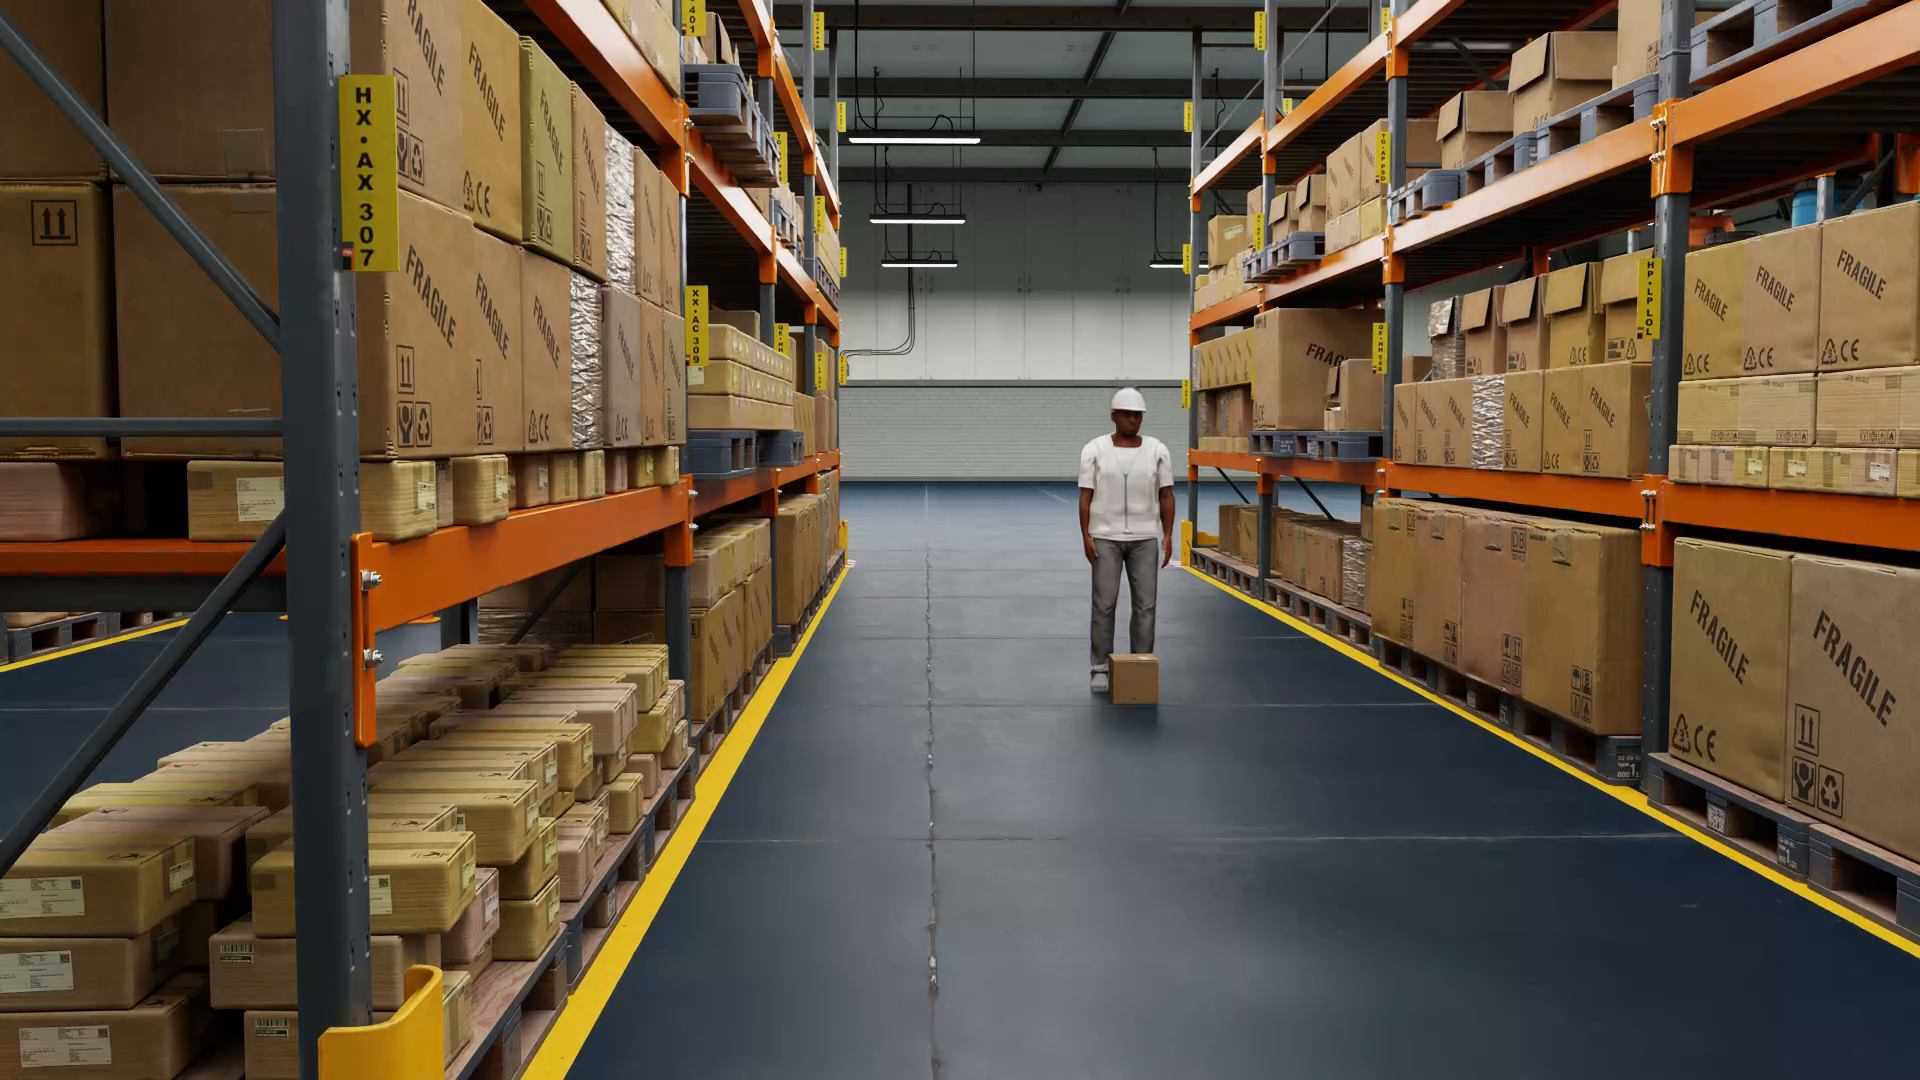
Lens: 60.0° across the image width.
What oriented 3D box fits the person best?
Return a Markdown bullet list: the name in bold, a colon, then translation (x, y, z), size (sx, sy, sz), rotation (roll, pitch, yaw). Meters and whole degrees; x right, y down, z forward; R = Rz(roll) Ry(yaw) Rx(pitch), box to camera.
- **person**: translation (0.975, -0.007, 9.723), size (0.564, 1.768, 0.355), rotation (0, 4, 0)
